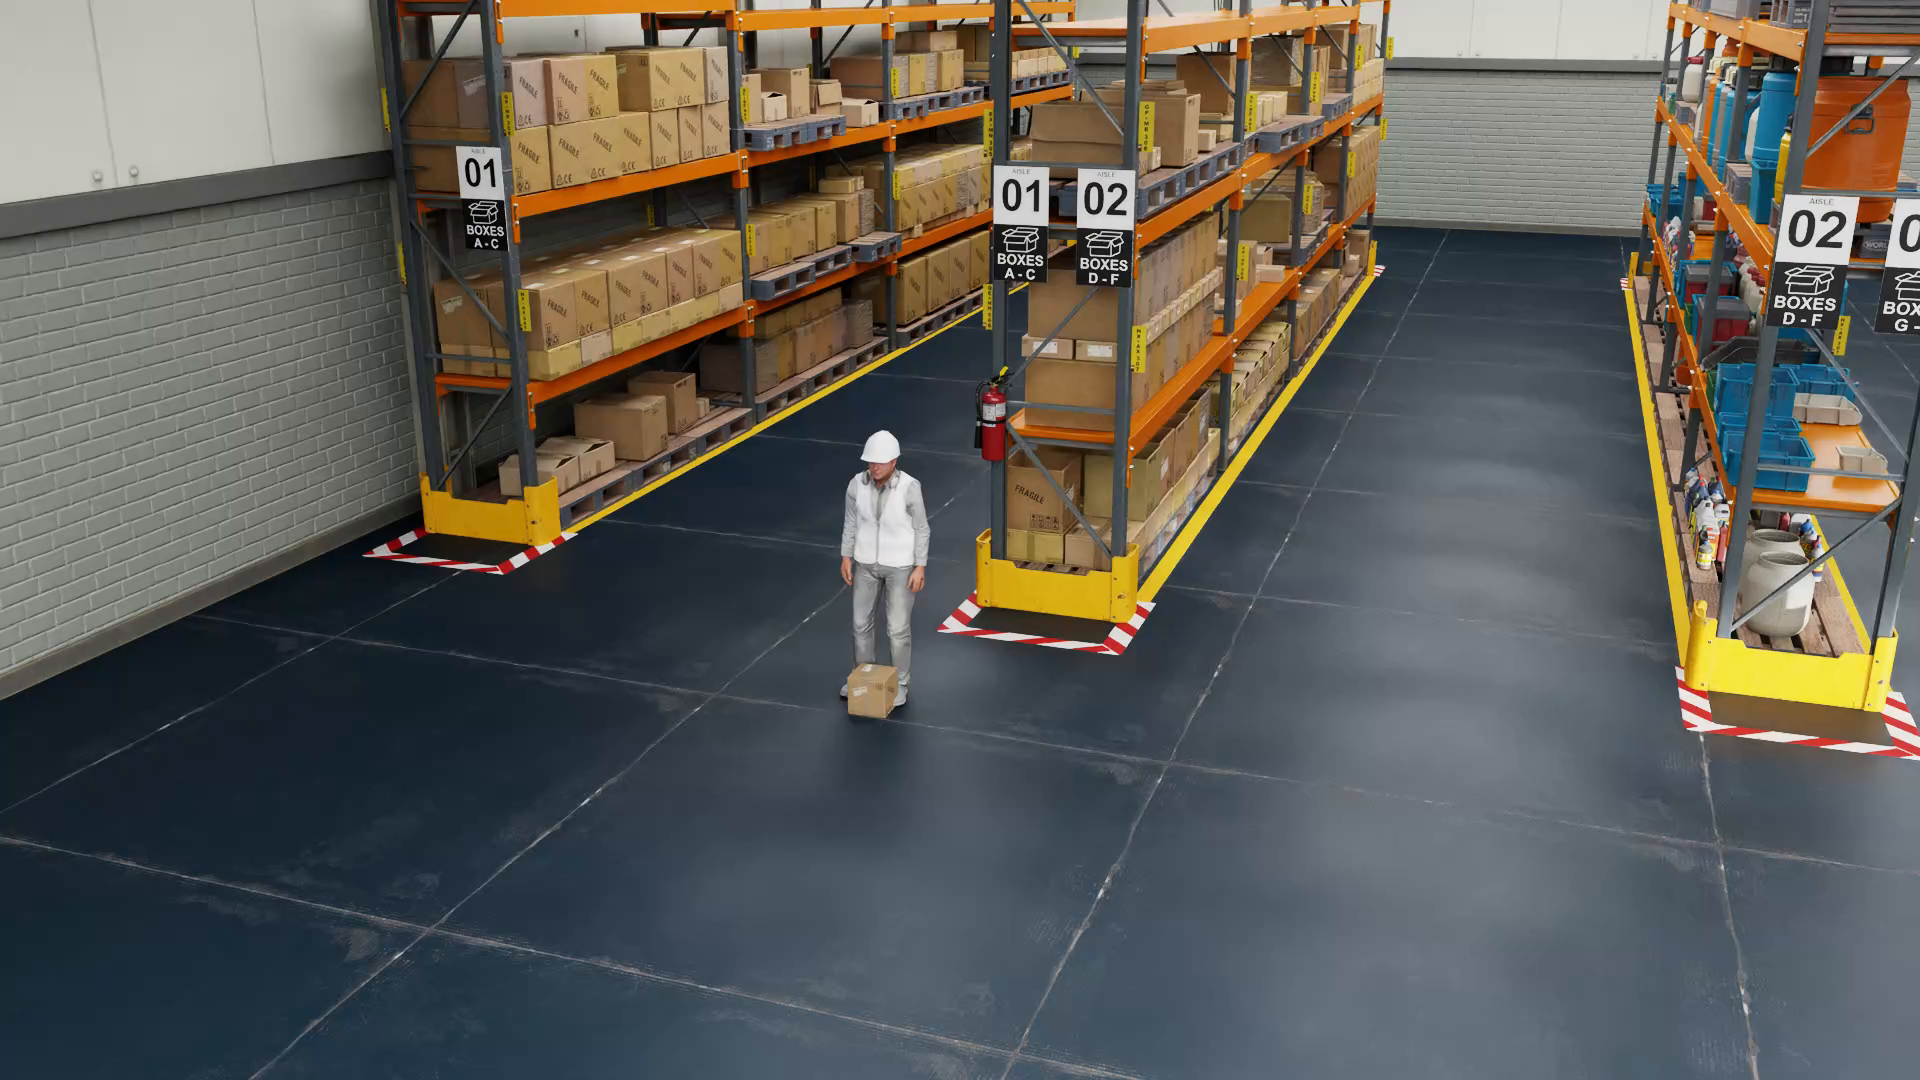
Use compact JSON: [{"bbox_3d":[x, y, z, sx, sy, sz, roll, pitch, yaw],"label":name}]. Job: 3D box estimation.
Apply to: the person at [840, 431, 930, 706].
[{"bbox_3d":[-0.481,0.157,10.557,0.579,1.767,0.469,6,19,18],"label":"person"}]
